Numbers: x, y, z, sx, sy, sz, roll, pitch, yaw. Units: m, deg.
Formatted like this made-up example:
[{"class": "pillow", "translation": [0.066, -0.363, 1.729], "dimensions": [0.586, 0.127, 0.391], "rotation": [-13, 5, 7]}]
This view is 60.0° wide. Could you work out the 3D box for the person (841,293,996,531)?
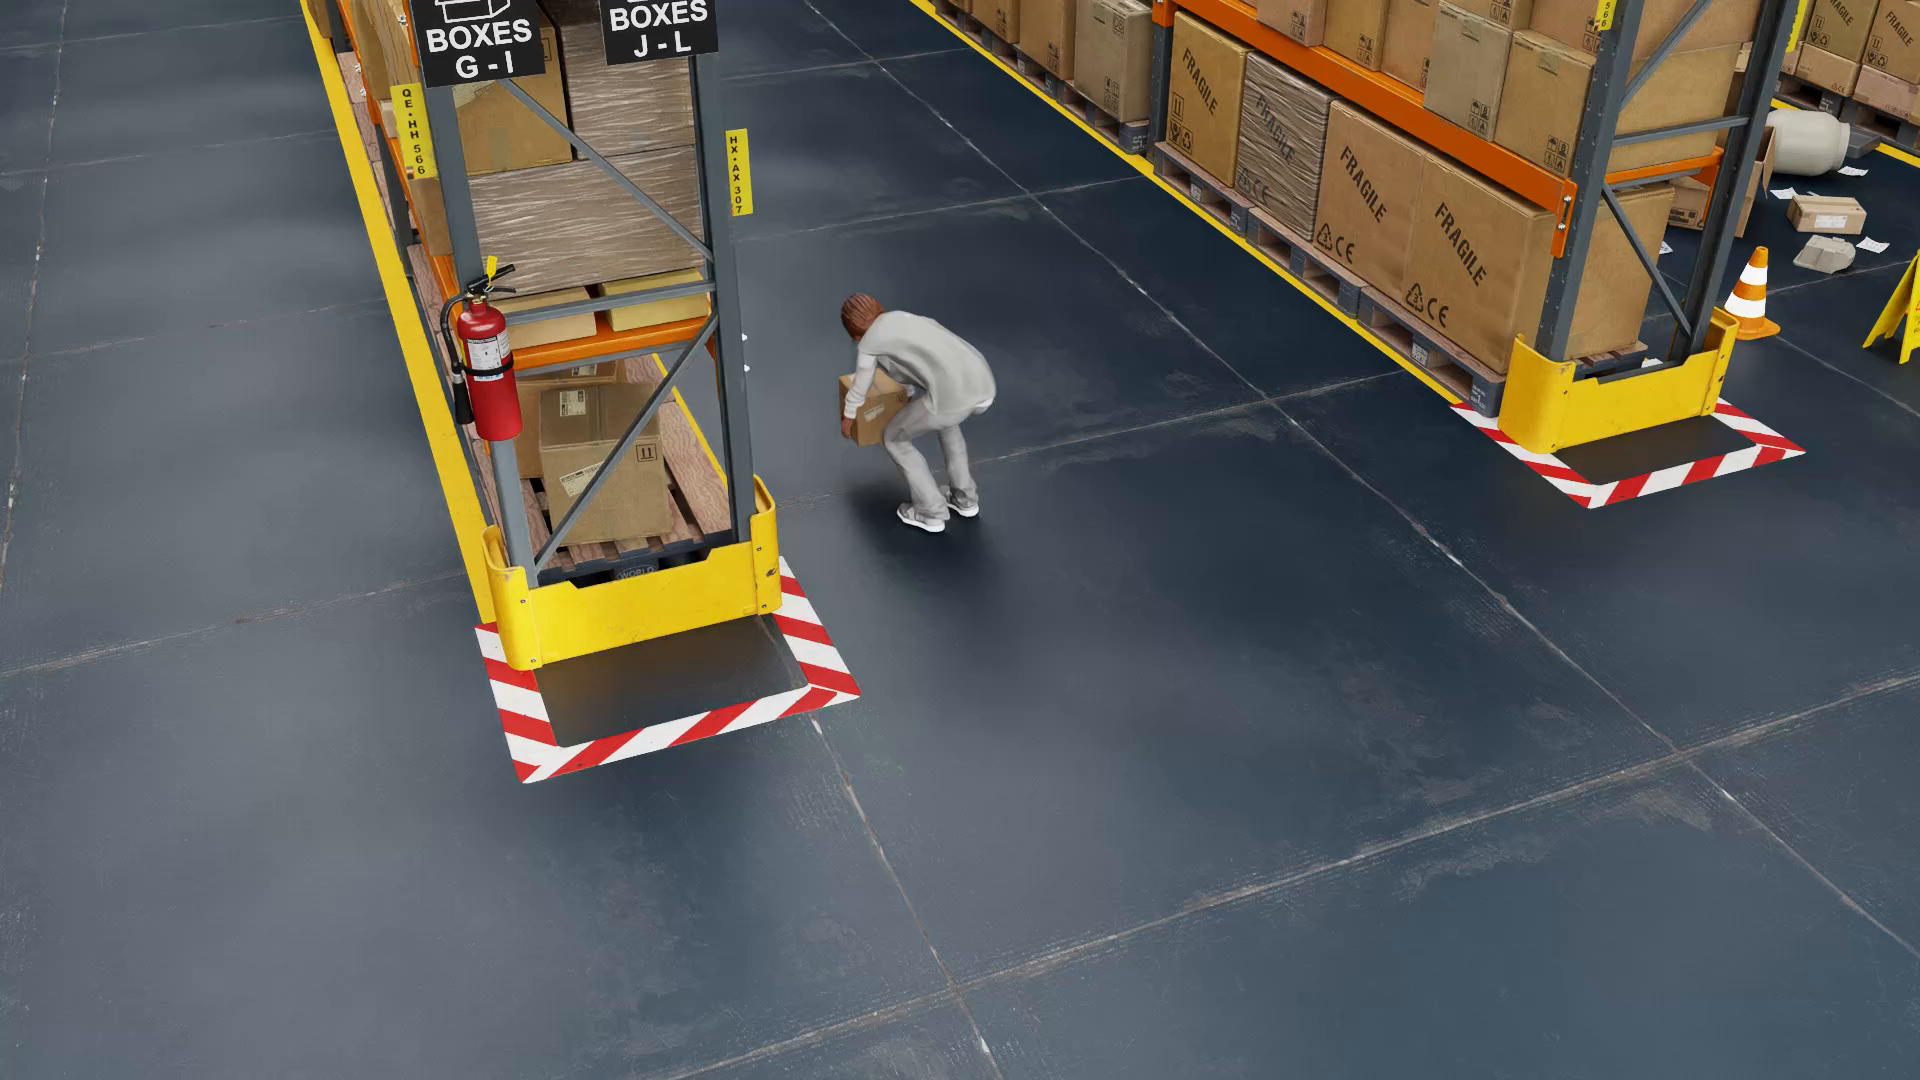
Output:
[{"class": "person", "translation": [-0.209, -0.579, 7.575], "dimensions": [0.423, 0.967, 0.862], "rotation": [-29, 43, -36]}]
